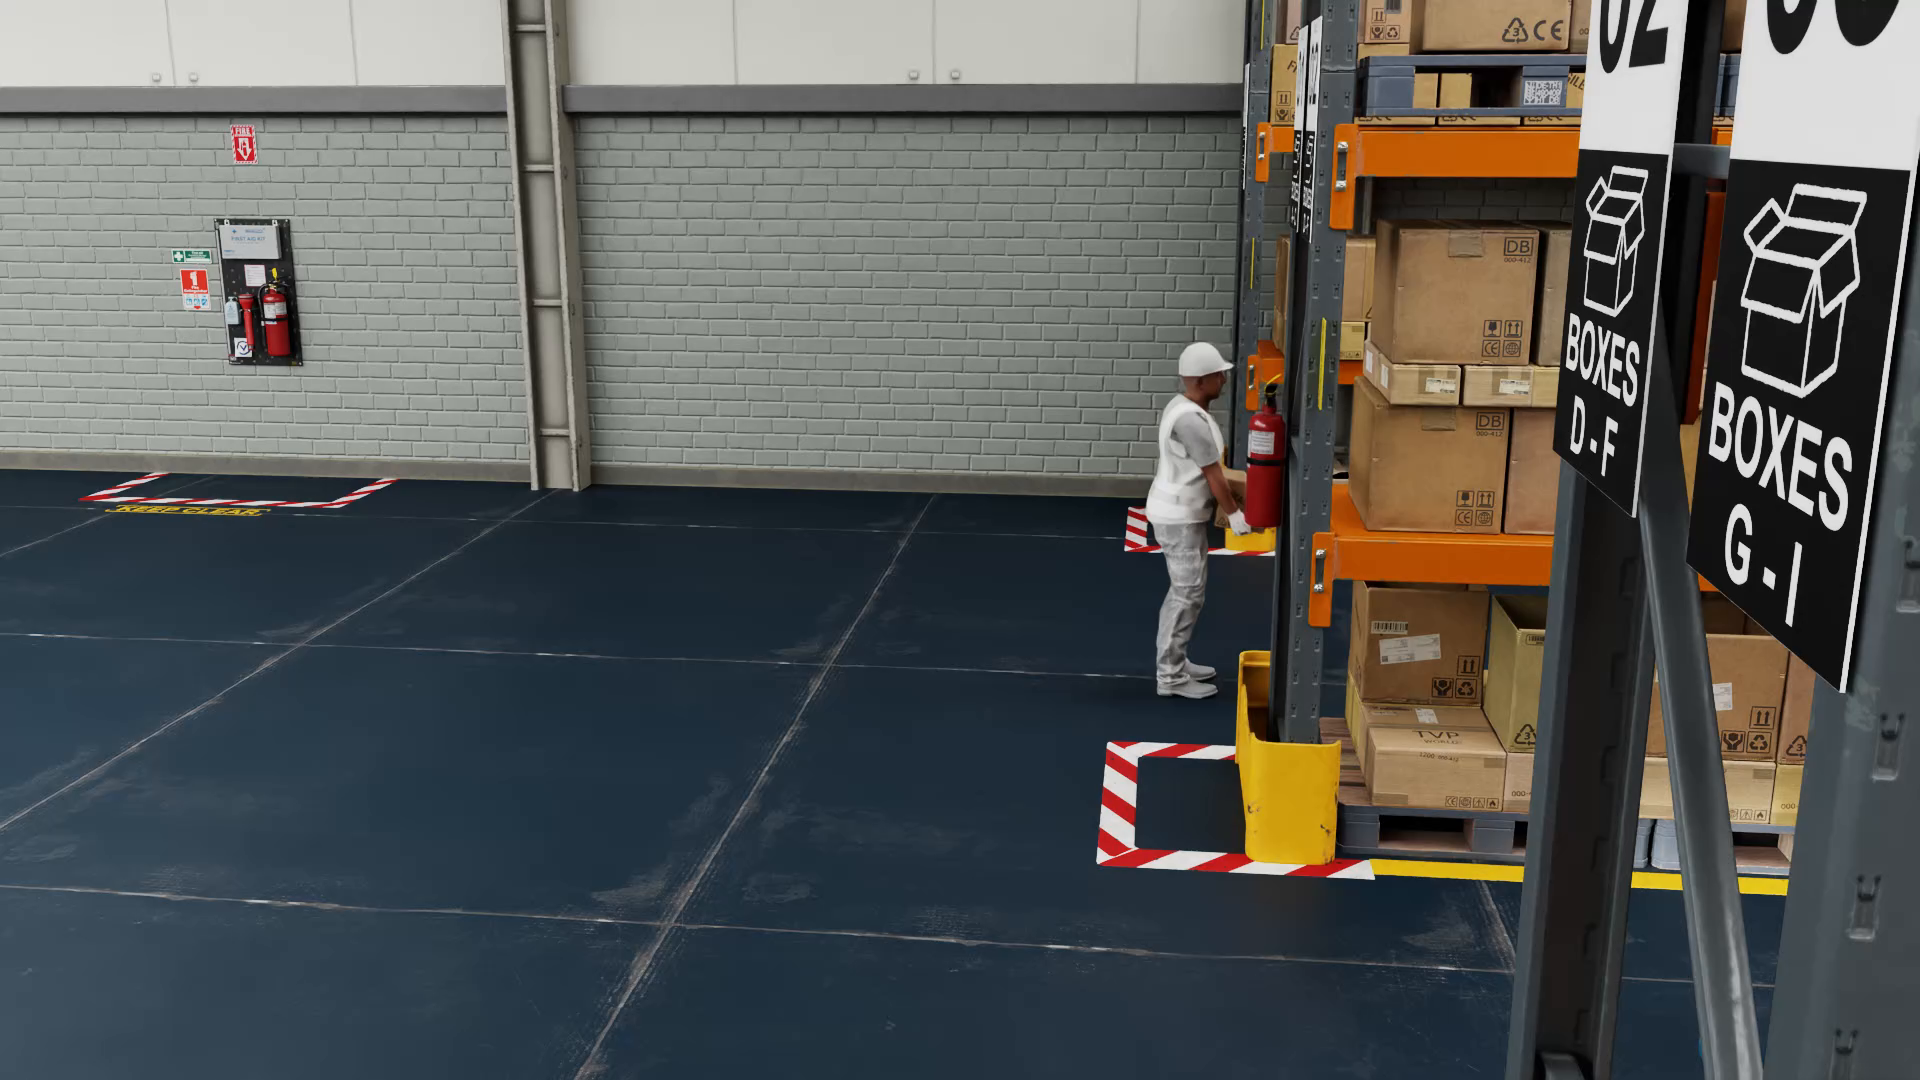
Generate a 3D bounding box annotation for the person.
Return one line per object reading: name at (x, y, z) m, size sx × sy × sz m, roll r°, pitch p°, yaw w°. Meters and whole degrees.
person at (1.227, -0.106, 8.393) m, size 0.581 × 1.777 × 0.492 m, roll 1°, pitch 14°, yaw 5°
